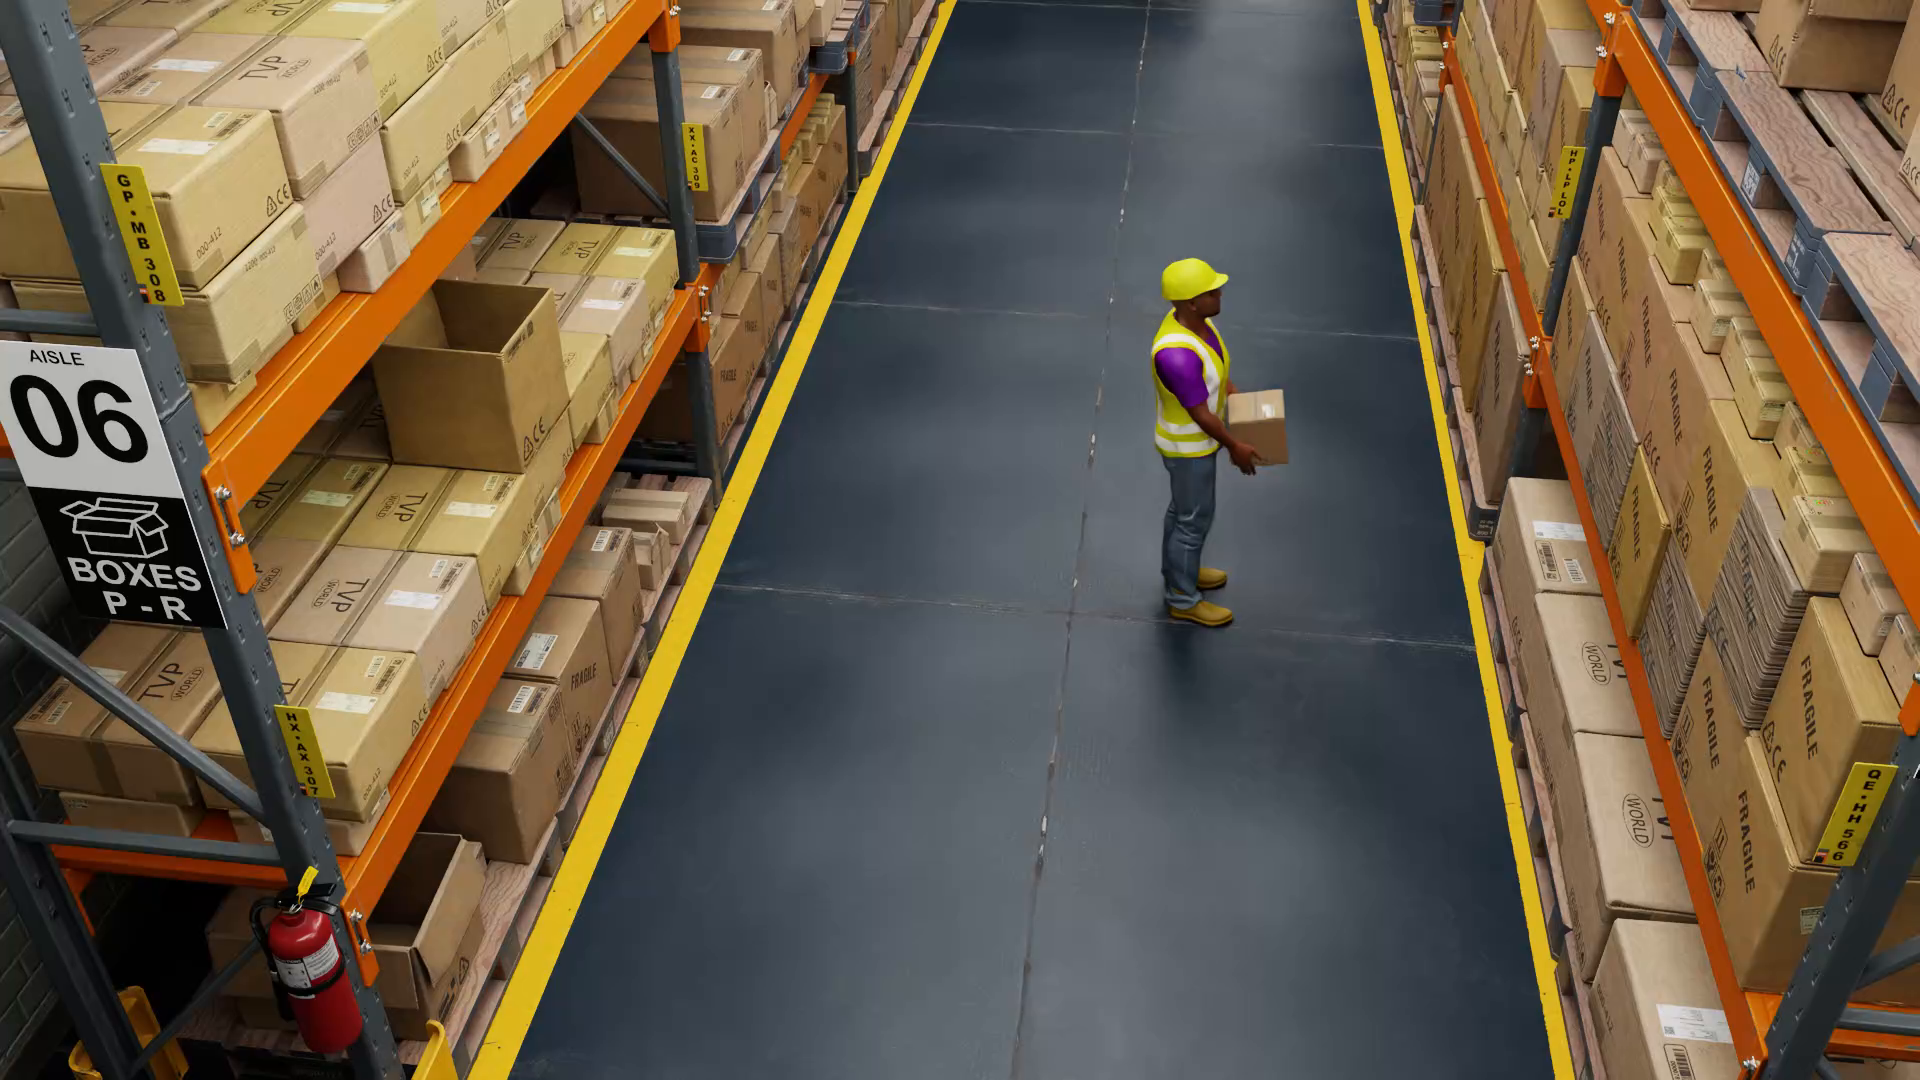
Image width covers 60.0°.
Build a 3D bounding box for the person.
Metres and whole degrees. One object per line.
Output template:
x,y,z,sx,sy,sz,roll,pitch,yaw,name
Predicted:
1.137,-0.461,7.655,0.551,1.767,0.529,8,37,11,person
